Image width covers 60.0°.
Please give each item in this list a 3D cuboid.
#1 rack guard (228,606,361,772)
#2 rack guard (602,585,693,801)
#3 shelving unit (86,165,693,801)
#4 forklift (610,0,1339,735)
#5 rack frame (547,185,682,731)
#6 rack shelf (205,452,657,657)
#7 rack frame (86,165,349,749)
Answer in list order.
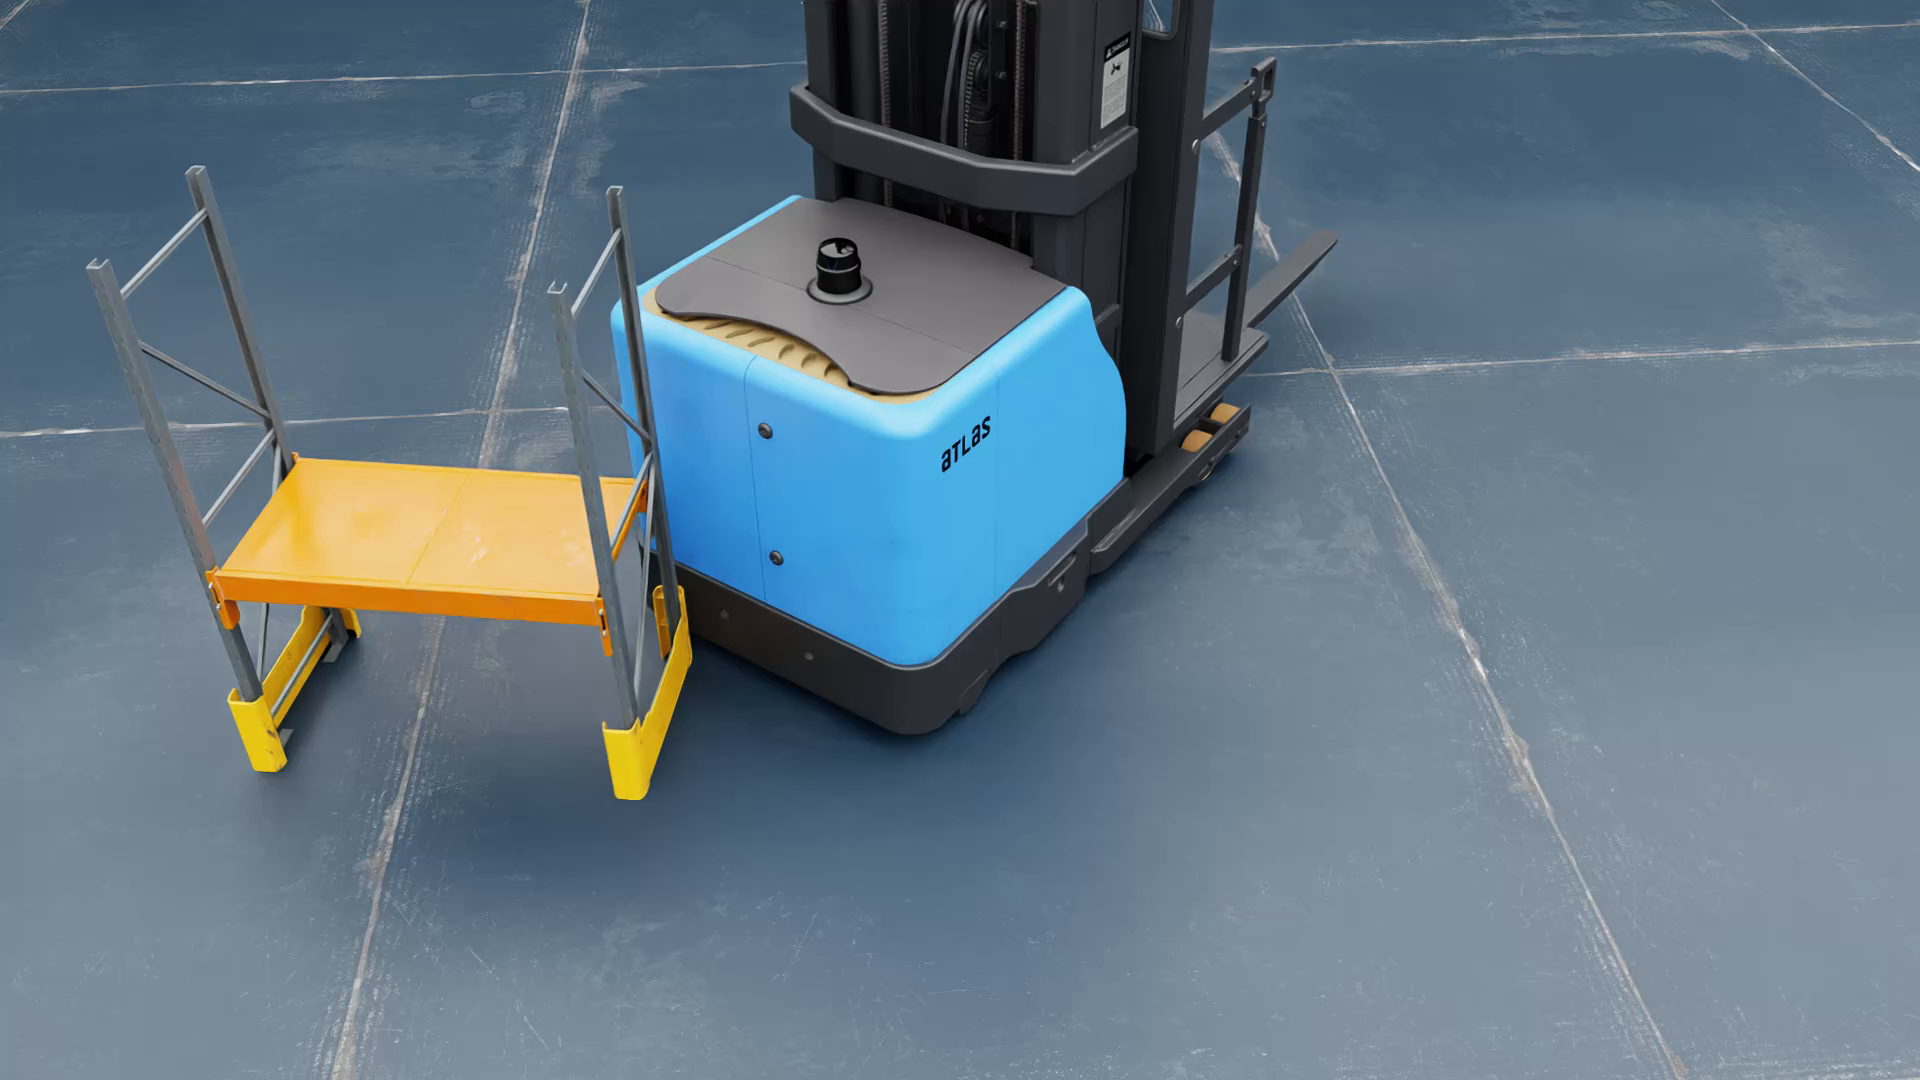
[{"bbox_3d":[-1.835,0.343,4.614,0.087,0.250,0.587,4,38,5],"label":"rack guard"},{"bbox_3d":[-0.844,0.407,4.533,0.087,0.250,0.587,4,38,5],"label":"rack guard"},{"bbox_3d":[-1.340,-0.116,4.186,1.083,1.500,0.587,4,38,5],"label":"shelving unit"},{"bbox_3d":[0.323,-1.500,4.785,1.130,2.935,3.031,23,44,26],"label":"forklift"},{"bbox_3d":[-0.825,-0.083,4.144,0.032,1.500,0.500,4,38,5],"label":"rack frame"},{"bbox_3d":[-1.331,0.026,4.297,1.000,0.185,0.538,4,38,5],"label":"rack shelf"},{"bbox_3d":[-1.836,-0.148,4.227,0.032,1.500,0.500,4,38,5],"label":"rack frame"}]
